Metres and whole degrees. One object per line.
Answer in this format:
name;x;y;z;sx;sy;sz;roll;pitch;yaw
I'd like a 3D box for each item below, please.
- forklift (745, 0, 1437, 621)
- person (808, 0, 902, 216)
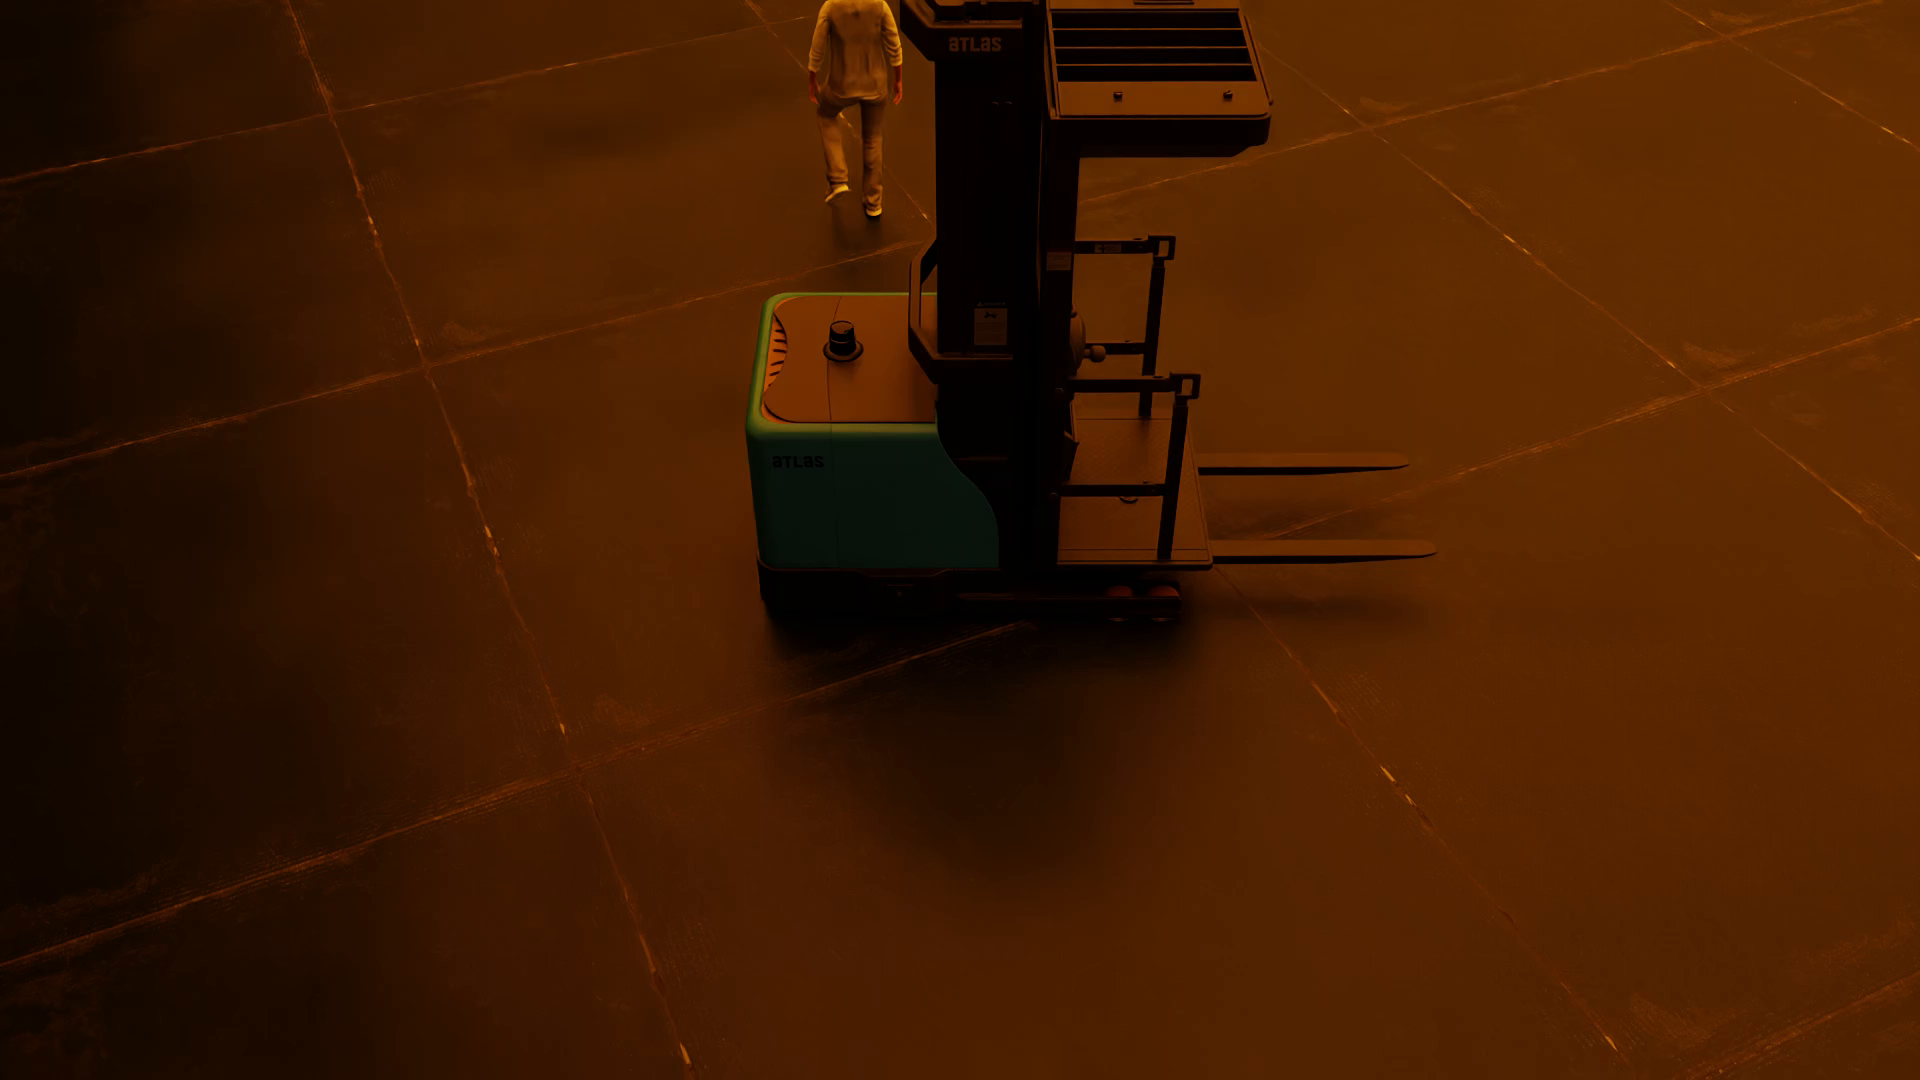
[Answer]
forklift;0.619;-1.073;6.830;3.031;2.935;1.130;0;43;0
person;-0.601;-2.605;9.465;0.534;1.578;0.427;-8;44;-9
